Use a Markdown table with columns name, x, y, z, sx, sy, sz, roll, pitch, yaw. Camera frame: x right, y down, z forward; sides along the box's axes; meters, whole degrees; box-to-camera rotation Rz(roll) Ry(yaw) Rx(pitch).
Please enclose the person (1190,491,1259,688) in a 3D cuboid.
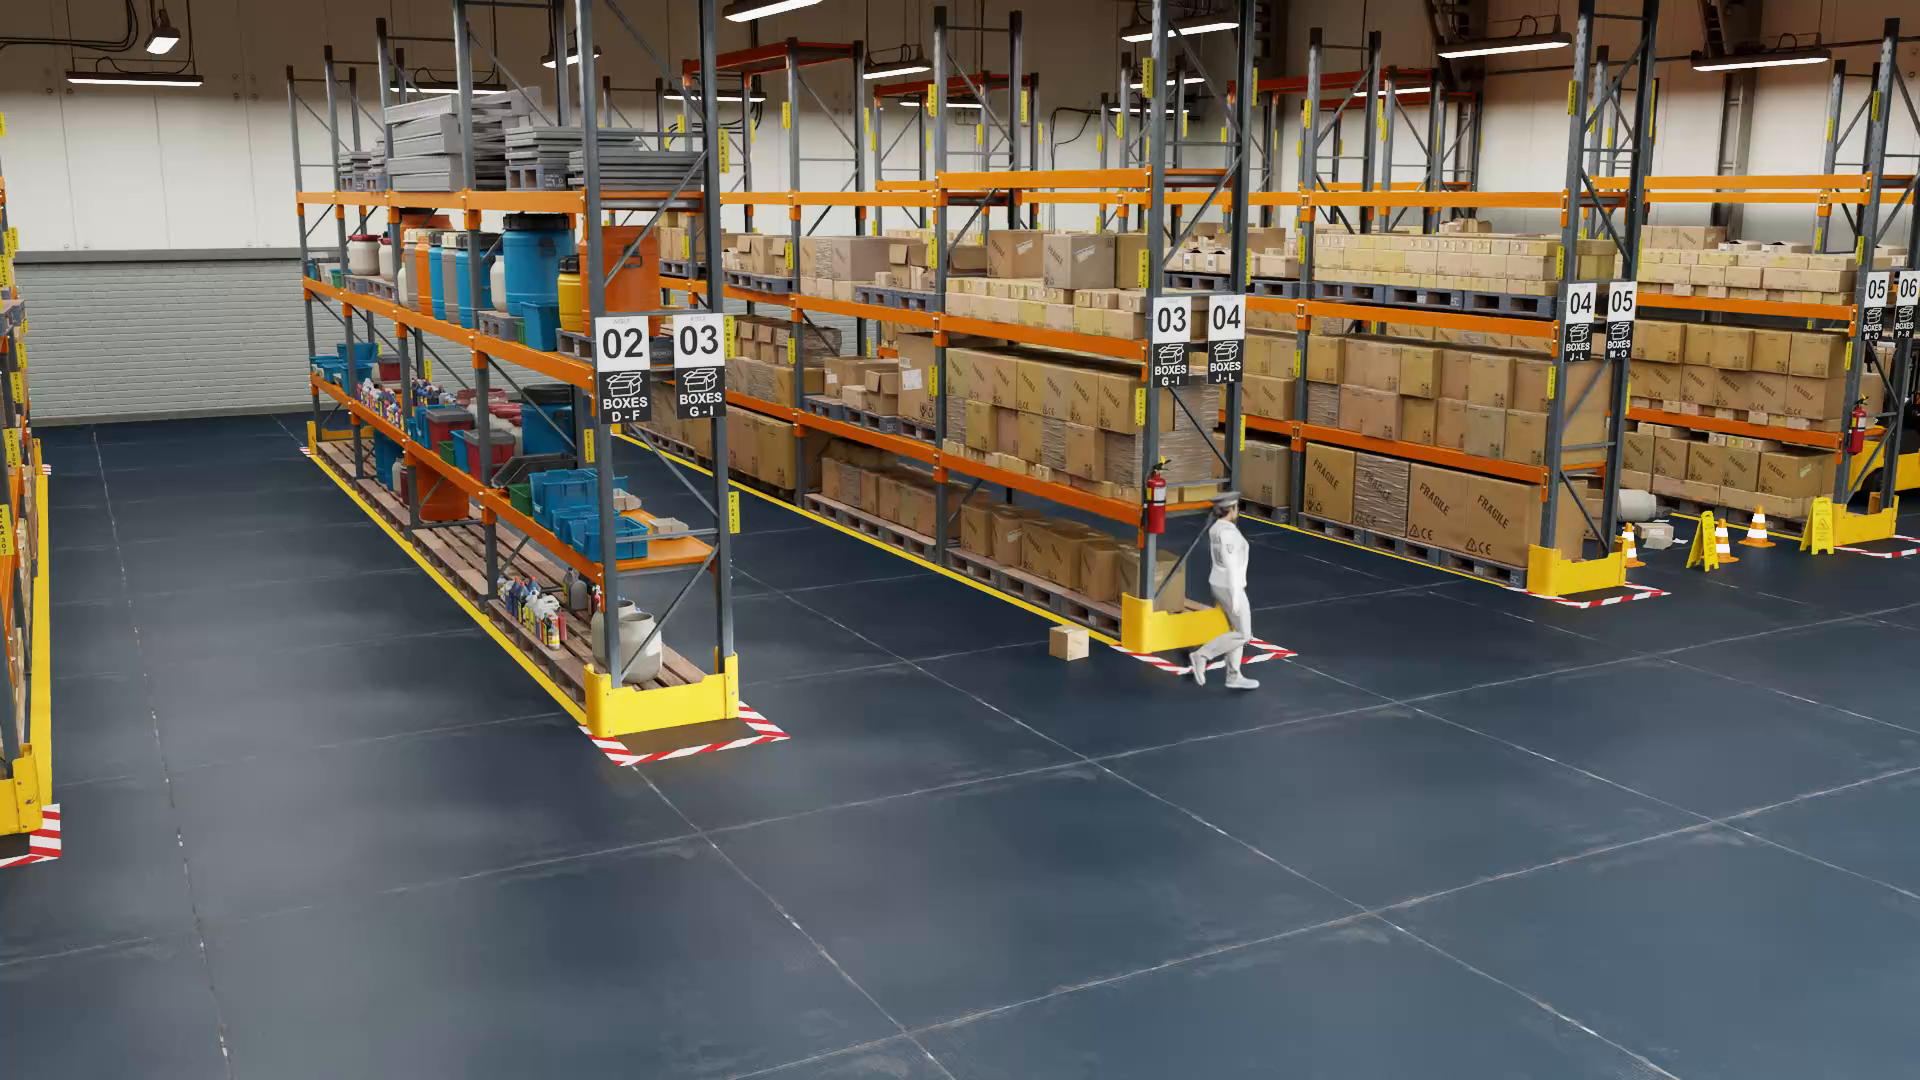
| name | x | y | z | sx | sy | sz | roll | pitch | yaw |
| --- | --- | --- | --- | --- | --- | --- | --- | --- | --- |
| person | 2.197 | 0.421 | 13.836 | 0.613 | 1.637 | 0.528 | -1 | 12 | -3 |
